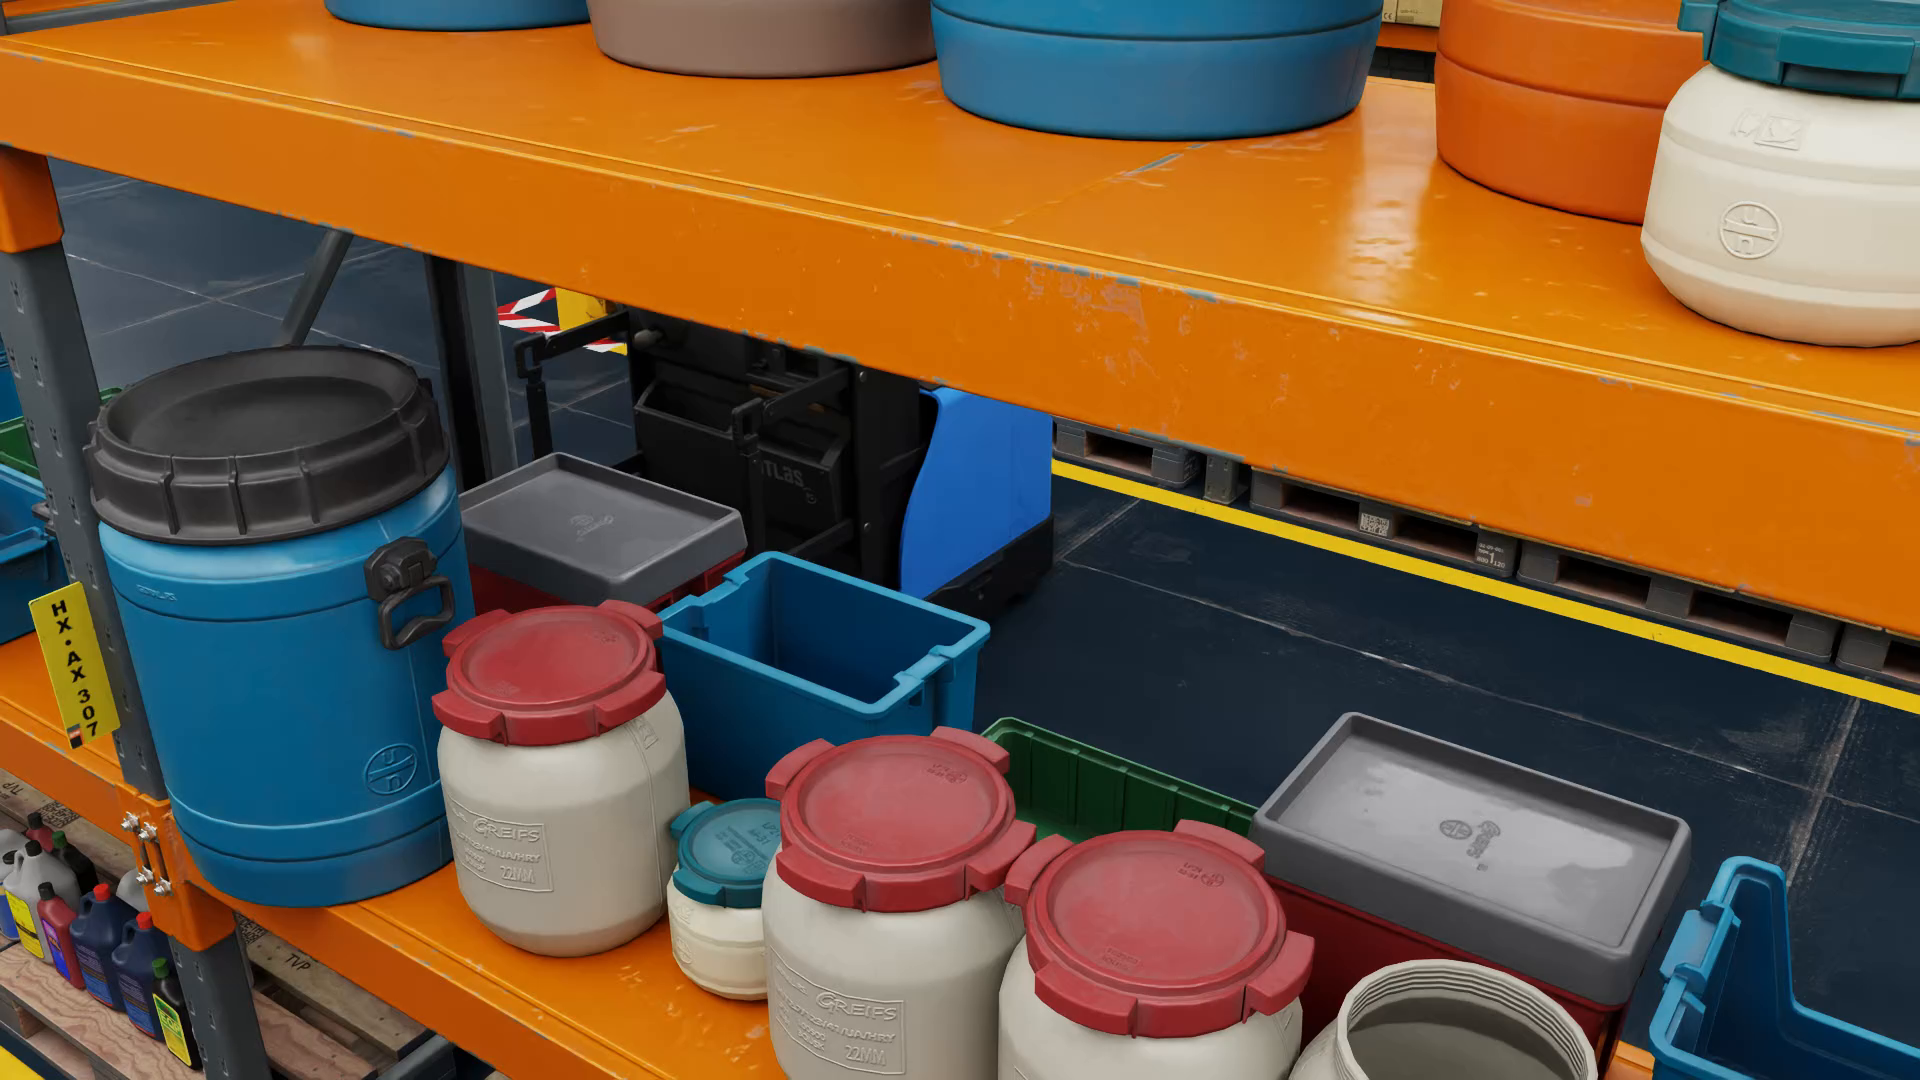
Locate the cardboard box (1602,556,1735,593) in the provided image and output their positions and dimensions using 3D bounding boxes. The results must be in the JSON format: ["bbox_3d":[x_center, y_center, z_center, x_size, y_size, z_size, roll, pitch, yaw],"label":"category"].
[{"bbox_3d":[2.907,-0.060,6.630,0.500,0.250,0.500,18,32,31],"label":"cardboard box"}]

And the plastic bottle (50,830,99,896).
[{"bbox_3d":[-2.443,0.941,4.603,0.133,0.283,0.061,17,32,30],"label":"plastic bottle"}]

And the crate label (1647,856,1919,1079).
[{"bbox_3d":[1.270,0.817,2.299,0.616,0.435,0.502,17,32,30],"label":"crate label"}]

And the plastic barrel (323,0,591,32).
[{"bbox_3d":[-0.819,-1.349,2.734,0.708,0.901,0.600,17,32,30],"label":"plastic barrel"}]

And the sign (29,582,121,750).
[{"bbox_3d":[-1.682,0.241,3.164,0.005,0.325,0.100,17,32,30],"label":"sign"}]

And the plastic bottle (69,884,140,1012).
[{"bbox_3d":[-2.213,1.039,4.336,0.185,0.351,0.144,16,31,28],"label":"plastic bottle"}]

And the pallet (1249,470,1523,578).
[{"bbox_3d":[2.076,-0.272,7.552,1.213,0.211,1.003,17,32,30],"label":"pallet"}]

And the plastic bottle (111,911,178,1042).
[{"bbox_3d":[-2.055,1.088,4.240,0.185,0.351,0.144,16,31,29],"label":"plastic bottle"}]

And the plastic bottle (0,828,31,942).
[{"bbox_3d":[-2.611,0.946,4.601,0.135,0.276,0.152,18,32,31],"label":"plastic bottle"}]

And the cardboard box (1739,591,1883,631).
[{"bbox_3d":[3.332,0.071,6.372,0.500,0.250,0.500,18,32,31],"label":"cardboard box"}]

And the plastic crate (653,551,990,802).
[{"bbox_3d":[-0.276,0.336,3.301,0.575,0.384,0.392,17,32,30],"label":"plastic crate"}]

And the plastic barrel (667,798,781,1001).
[{"bbox_3d":[-0.357,0.620,2.876,0.301,0.262,0.301,0,27,0],"label":"plastic barrel"}]

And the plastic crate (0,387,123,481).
[{"bbox_3d":[-2.320,-0.198,4.566,0.662,0.188,0.450,17,32,30],"label":"plastic crate"}]

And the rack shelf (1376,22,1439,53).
[{"bbox_3d":[2.599,-3.735,12.076,4.000,0.370,1.077,17,32,30],"label":"rack shelf"}]

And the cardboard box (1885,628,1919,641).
[{"bbox_3d":[3.745,0.201,6.116,0.500,0.250,0.500,17,31,30],"label":"cardboard box"}]

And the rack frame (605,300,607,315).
[{"bbox_3d":[-1.851,-2.716,9.281,0.127,3.000,1.000,17,32,30],"label":"rack frame"}]

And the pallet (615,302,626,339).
[{"bbox_3d":[-1.197,-1.293,9.558,1.213,0.211,1.003,17,32,30],"label":"pallet"}]

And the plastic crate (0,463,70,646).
[{"bbox_3d":[-2.427,0.045,4.018,0.616,0.251,0.499,17,32,30],"label":"plastic crate"}]

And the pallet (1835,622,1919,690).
[{"bbox_3d":[4.087,0.355,6.320,1.213,0.211,1.003,17,32,30],"label":"pallet"}]

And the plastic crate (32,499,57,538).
[{"bbox_3d":[-1.721,0.007,3.997,0.504,0.338,0.767,17,32,30],"label":"plastic crate"}]

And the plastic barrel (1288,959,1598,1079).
[{"bbox_3d":[0.620,0.846,2.156,0.421,0.512,0.421,0,27,0],"label":"plastic barrel"}]

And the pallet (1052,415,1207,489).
[{"bbox_3d":[0.815,-0.667,8.327,1.213,0.211,1.003,17,32,30],"label":"pallet"}]

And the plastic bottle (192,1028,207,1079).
[{"bbox_3d":[-1.837,1.236,4.114,0.097,0.201,0.097,0,27,0],"label":"plastic bottle"}]

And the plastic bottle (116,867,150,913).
[{"bbox_3d":[-2.150,1.011,4.475,0.135,0.276,0.152,17,32,30],"label":"plastic bottle"}]

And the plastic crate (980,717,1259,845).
[{"bbox_3d":[0.234,0.598,3.002,0.662,0.188,0.450,17,32,30],"label":"plastic crate"}]

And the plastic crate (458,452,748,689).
[{"bbox_3d":[-0.789,0.143,3.591,0.583,0.464,0.402,17,32,30],"label":"plastic crate"}]

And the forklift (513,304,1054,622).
[{"bbox_3d":[-0.891,-0.737,5.466,1.130,2.935,3.031,18,32,32],"label":"forklift"}]

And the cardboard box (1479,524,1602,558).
[{"bbox_3d":[2.488,-0.191,6.887,0.500,0.250,0.500,16,31,29],"label":"cardboard box"}]

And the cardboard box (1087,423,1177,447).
[{"bbox_3d":[0.940,-0.688,7.864,0.500,0.250,0.500,17,32,30],"label":"cardboard box"}]

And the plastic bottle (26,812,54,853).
[{"bbox_3d":[-2.551,0.903,4.678,0.133,0.283,0.061,17,32,30],"label":"plastic bottle"}]

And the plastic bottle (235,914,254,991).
[{"bbox_3d":[-1.974,1.035,4.345,0.185,0.351,0.144,17,32,30],"label":"plastic bottle"}]

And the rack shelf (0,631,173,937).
[{"bbox_3d":[-3.010,-0.031,4.798,4.000,0.370,1.077,17,32,30],"label":"rack shelf"}]

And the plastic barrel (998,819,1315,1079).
[{"bbox_3d":[0.265,0.728,2.362,0.433,0.535,0.433,0,27,0],"label":"plastic barrel"}]

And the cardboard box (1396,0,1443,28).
[{"bbox_3d":[3.280,-3.624,11.207,0.500,0.250,0.500,17,32,31],"label":"cardboard box"}]

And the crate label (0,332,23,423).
[{"bbox_3d":[-2.988,-0.510,4.906,0.616,0.435,0.502,17,32,30],"label":"crate label"}]

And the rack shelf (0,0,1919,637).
[{"bbox_3d":[0.287,-0.341,2.099,4.000,0.370,1.077,17,32,30],"label":"rack shelf"}]

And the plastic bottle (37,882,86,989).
[{"bbox_3d":[-2.371,1.043,4.403,0.133,0.283,0.061,20,33,34],"label":"plastic bottle"}]

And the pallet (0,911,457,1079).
[{"bbox_3d":[-1.891,1.216,4.627,1.213,0.211,1.003,17,32,30],"label":"pallet"}]

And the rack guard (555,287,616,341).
[{"bbox_3d":[-1.871,-1.609,9.860,0.348,0.500,1.175,17,32,30],"label":"rack guard"}]

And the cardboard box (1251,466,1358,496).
[{"bbox_3d":[1.639,-0.455,7.405,0.500,0.250,0.500,16,31,29],"label":"cardboard box"}]

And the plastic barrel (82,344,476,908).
[{"bbox_3d":[-1.214,0.151,3.094,0.708,0.901,0.600,17,32,30],"label":"plastic barrel"}]

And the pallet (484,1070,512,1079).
[{"bbox_3d":[-0.692,1.591,3.890,1.213,0.211,1.003,17,32,30],"label":"pallet"}]

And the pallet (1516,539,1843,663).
[{"bbox_3d":[3.086,0.041,6.937,1.213,0.211,1.003,17,32,30],"label":"pallet"}]

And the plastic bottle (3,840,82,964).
[{"bbox_3d":[-2.480,0.956,4.499,0.185,0.351,0.144,17,32,30],"label":"plastic bottle"}]

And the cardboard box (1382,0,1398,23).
[{"bbox_3d":[2.857,-3.747,11.449,0.500,0.250,0.500,17,32,30],"label":"cardboard box"}]

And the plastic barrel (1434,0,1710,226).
[{"bbox_3d":[0.843,-0.799,1.733,0.708,0.830,0.600,17,32,30],"label":"plastic barrel"}]

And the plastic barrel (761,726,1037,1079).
[{"bbox_3d":[-0.092,0.617,2.580,0.433,0.535,0.433,0,27,0],"label":"plastic barrel"}]

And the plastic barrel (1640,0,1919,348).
[{"bbox_3d":[0.756,-0.326,1.428,0.301,0.262,0.301,0,27,0],"label":"plastic barrel"}]

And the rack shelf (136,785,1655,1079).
[{"bbox_3d":[0.287,0.996,2.779,4.000,0.370,1.077,17,32,30],"label":"rack shelf"}]

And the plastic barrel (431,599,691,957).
[{"bbox_3d":[-0.697,0.429,2.951,0.433,0.535,0.433,0,27,0],"label":"plastic barrel"}]

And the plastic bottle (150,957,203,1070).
[{"bbox_3d":[-1.944,1.176,4.142,0.133,0.283,0.061,19,33,33],"label":"plastic bottle"}]

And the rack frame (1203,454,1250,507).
[{"bbox_3d":[1.446,-1.689,7.262,0.127,3.000,1.000,17,32,30],"label":"rack frame"}]

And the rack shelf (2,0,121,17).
[{"bbox_3d":[-3.010,-1.368,4.117,4.000,0.370,1.077,17,32,30],"label":"rack shelf"}]

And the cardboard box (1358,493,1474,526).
[{"bbox_3d":[2.059,-0.323,7.146,0.500,0.250,0.500,18,32,32],"label":"cardboard box"}]

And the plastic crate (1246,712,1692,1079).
[{"bbox_3d":[0.777,0.631,2.633,0.583,0.464,0.402,17,32,30],"label":"plastic crate"}]

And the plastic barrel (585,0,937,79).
[{"bbox_3d":[-0.280,-1.181,2.404,0.600,0.901,0.600,0,27,0],"label":"plastic barrel"}]

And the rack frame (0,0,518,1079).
[{"bbox_3d":[-1.361,0.162,3.625,0.127,3.000,1.000,17,32,30],"label":"rack frame"}]

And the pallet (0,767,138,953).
[{"bbox_3d":[-2.901,0.903,5.242,1.213,0.211,1.003,17,32,30],"label":"pallet"}]

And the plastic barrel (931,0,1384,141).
[{"bbox_3d":[0.259,-1.013,2.074,0.708,0.901,0.600,17,32,30],"label":"plastic barrel"}]
